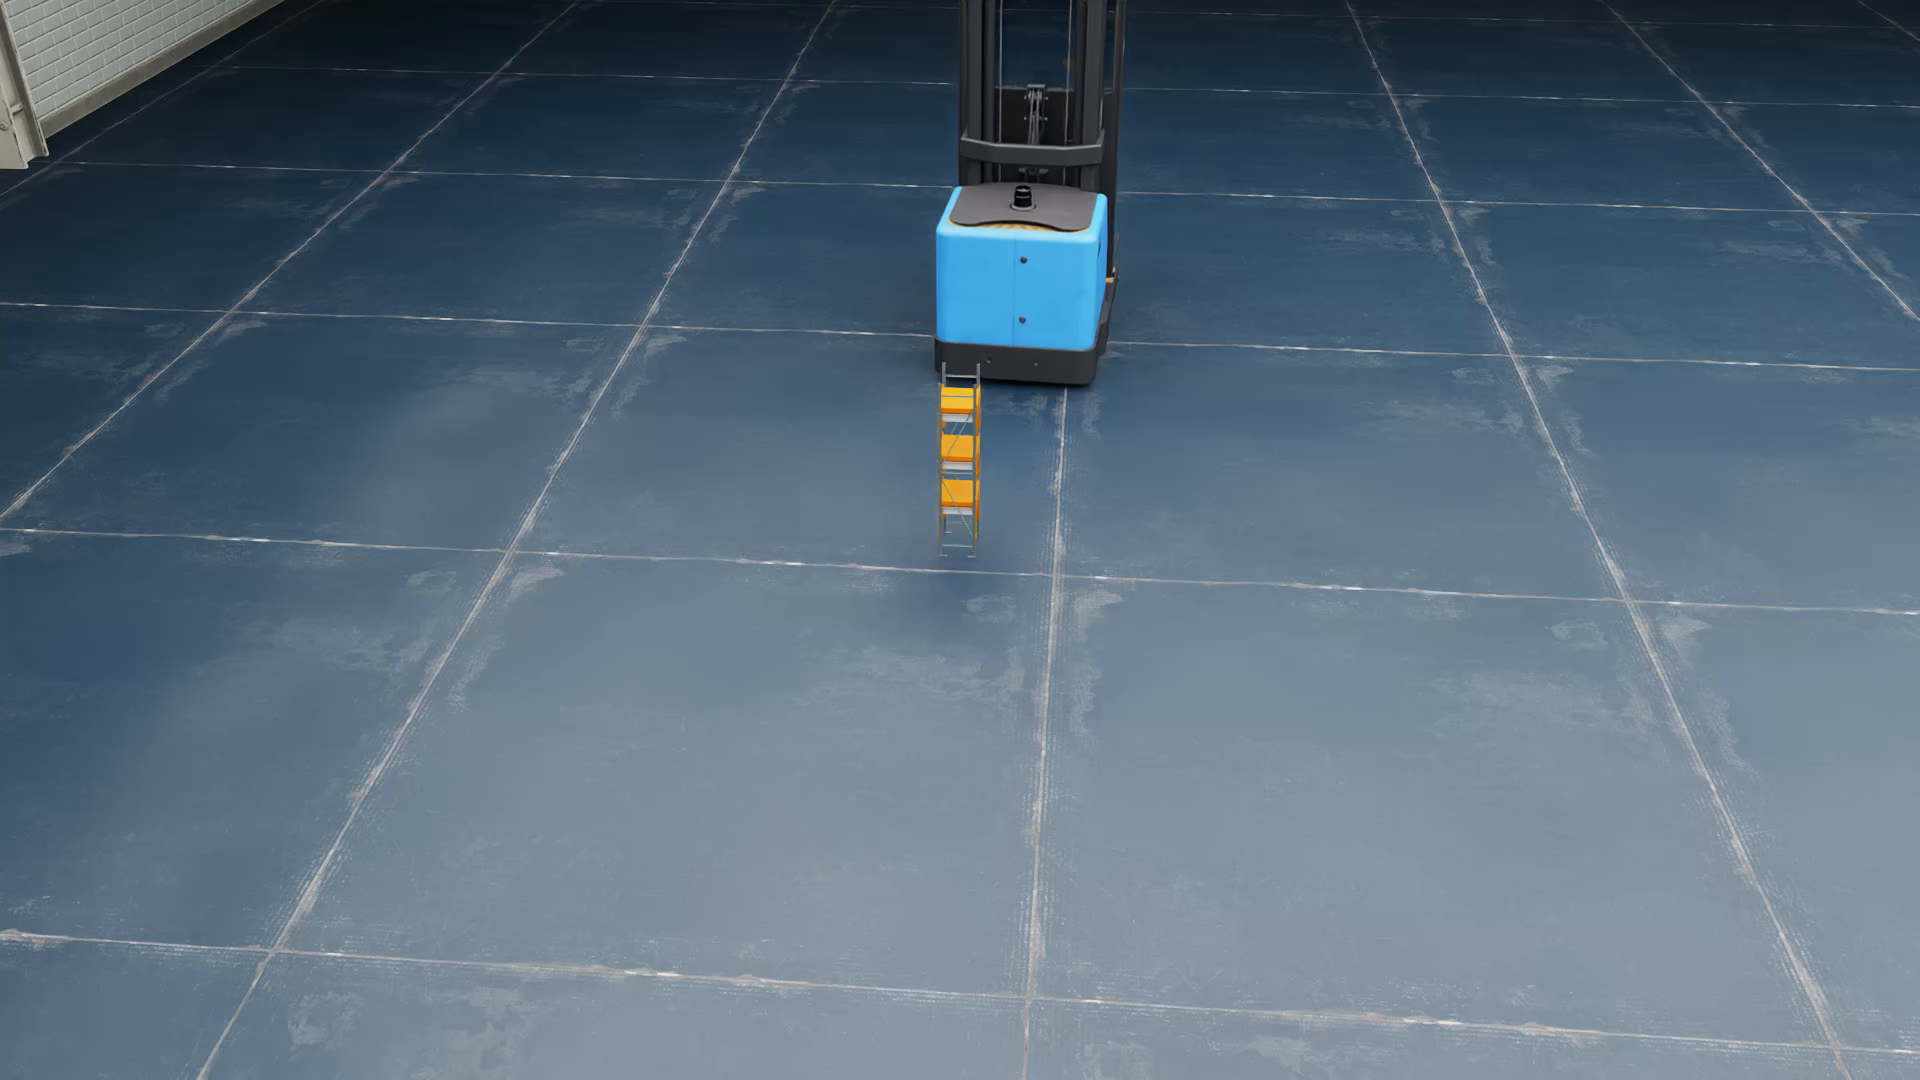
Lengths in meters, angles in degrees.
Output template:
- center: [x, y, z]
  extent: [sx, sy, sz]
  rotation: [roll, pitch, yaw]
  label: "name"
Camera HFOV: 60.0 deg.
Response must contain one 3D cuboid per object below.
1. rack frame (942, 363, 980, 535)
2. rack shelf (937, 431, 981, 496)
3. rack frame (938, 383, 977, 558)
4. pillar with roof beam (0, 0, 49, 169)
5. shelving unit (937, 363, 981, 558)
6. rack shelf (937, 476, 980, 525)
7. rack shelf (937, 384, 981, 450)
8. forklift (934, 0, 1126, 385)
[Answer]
- center: [0.006, -0.483, 9.033]
  extent: [0.200, 1.050, 0.008]
  rotation: [2, 32, 4]
  label: "rack frame"
- center: [-0.004, -0.410, 8.935]
  extent: [0.215, 0.259, 0.240]
  rotation: [2, 32, 4]
  label: "rack shelf"
- center: [-0.014, -0.355, 8.826]
  extent: [0.200, 1.050, 0.008]
  rotation: [2, 32, 4]
  label: "rack frame"
- center: [-3.998, -6.991, 12.017]
  extent: [9.100, 9.000, 0.400]
  rotation: [2, 32, 4]
  label: "pillar with roof beam"
- center: [-0.004, -0.419, 8.929]
  extent: [0.215, 1.050, 0.252]
  rotation: [2, 32, 4]
  label: "shelving unit"
- center: [-0.004, -0.173, 9.081]
  extent: [0.215, 0.259, 0.240]
  rotation: [2, 32, 4]
  label: "rack shelf"
- center: [-0.004, -0.652, 8.786]
  extent: [0.215, 0.259, 0.240]
  rotation: [2, 32, 4]
  label: "rack shelf"
- center: [0.569, -3.009, 11.339]
  extent: [1.130, 2.935, 3.031]
  rotation: [5, 32, 7]
  label: "forklift"
